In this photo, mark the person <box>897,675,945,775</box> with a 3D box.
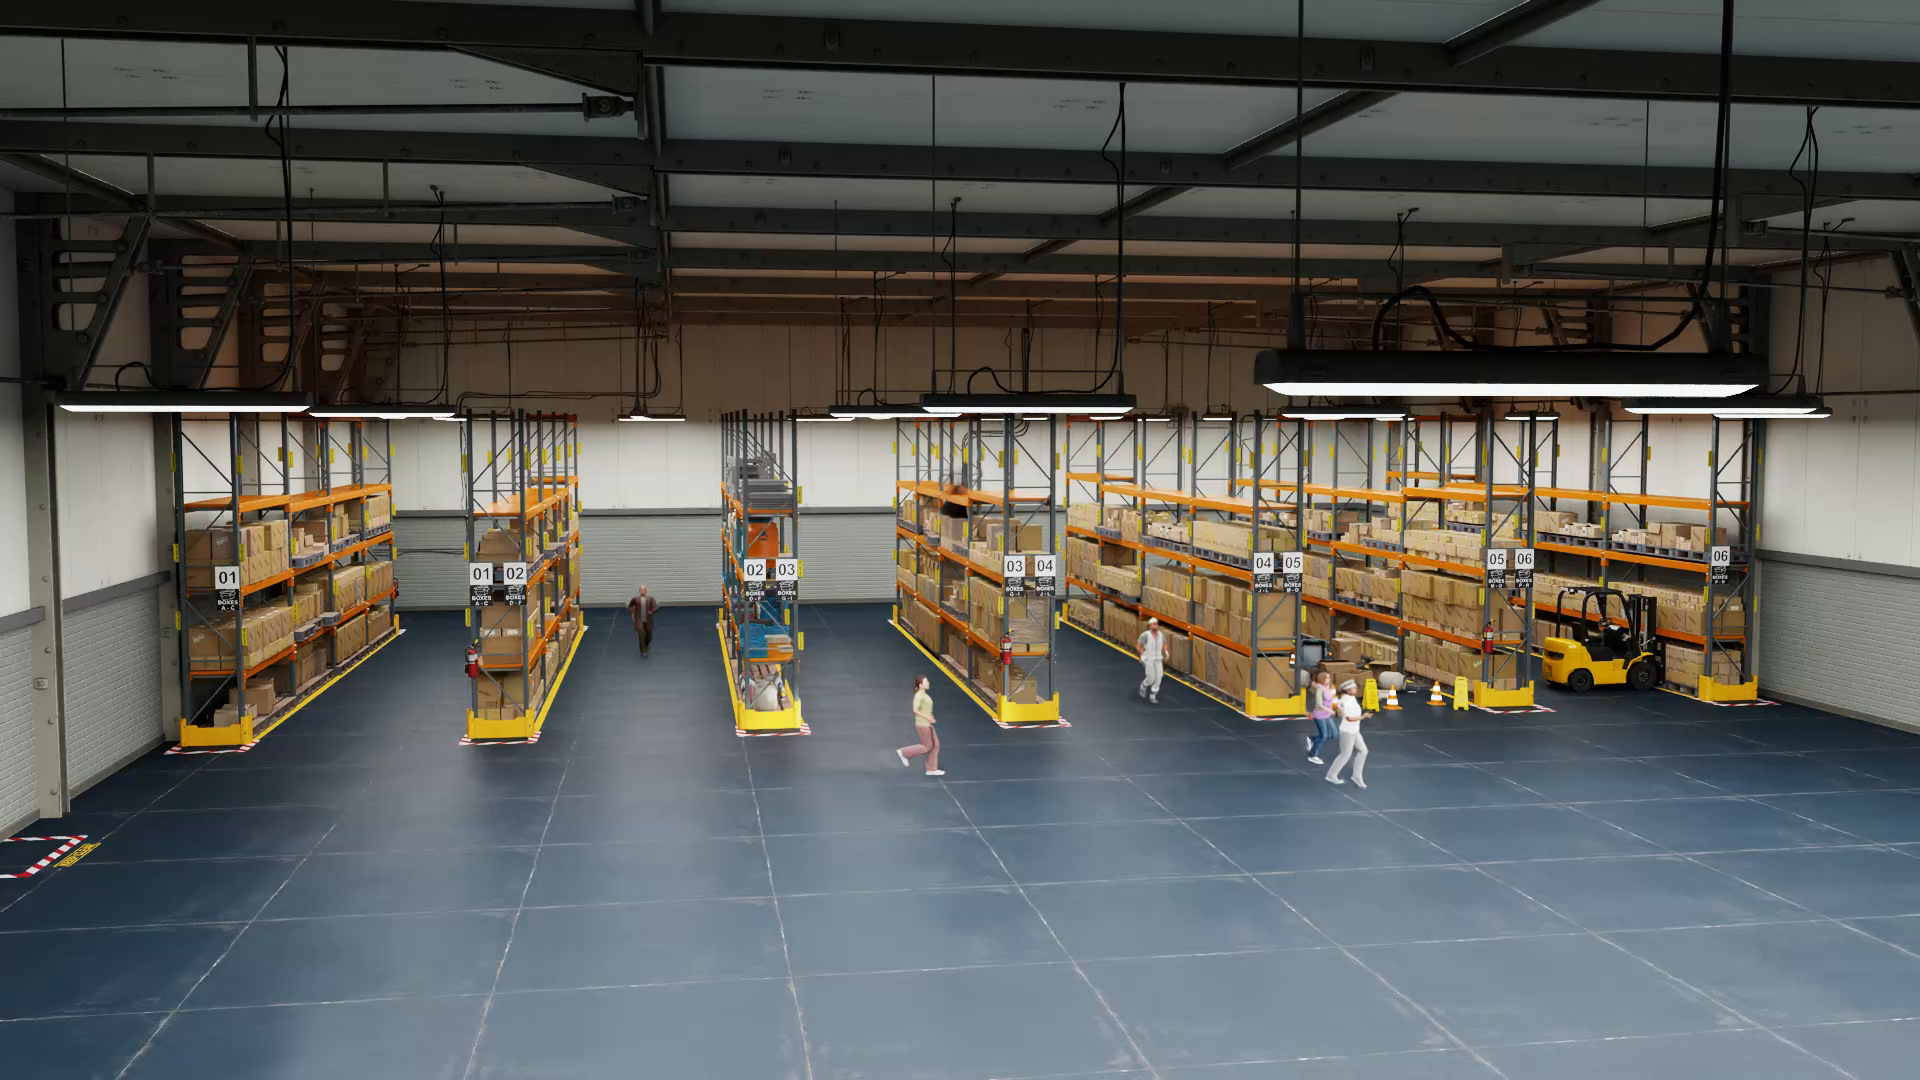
[{"bbox_3d":[-0.625,3.017,27.091,0.776,1.637,0.579,1,4,9],"label":"person"}]

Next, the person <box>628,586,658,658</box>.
[{"bbox_3d":[-7.806,2.034,40.959,0.720,1.664,0.913,-1,4,-16],"label":"person"}]

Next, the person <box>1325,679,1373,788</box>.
[{"bbox_3d":[6.128,3.053,26.159,0.714,1.756,0.556,2,4,21],"label":"person"}]

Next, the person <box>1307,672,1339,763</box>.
[{"bbox_3d":[6.148,3.003,28.089,0.602,1.539,0.566,3,5,33],"label":"person"}]

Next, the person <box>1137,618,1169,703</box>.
[{"bbox_3d":[3.970,2.467,34.192,0.677,1.754,0.593,-2,4,-21],"label":"person"}]
